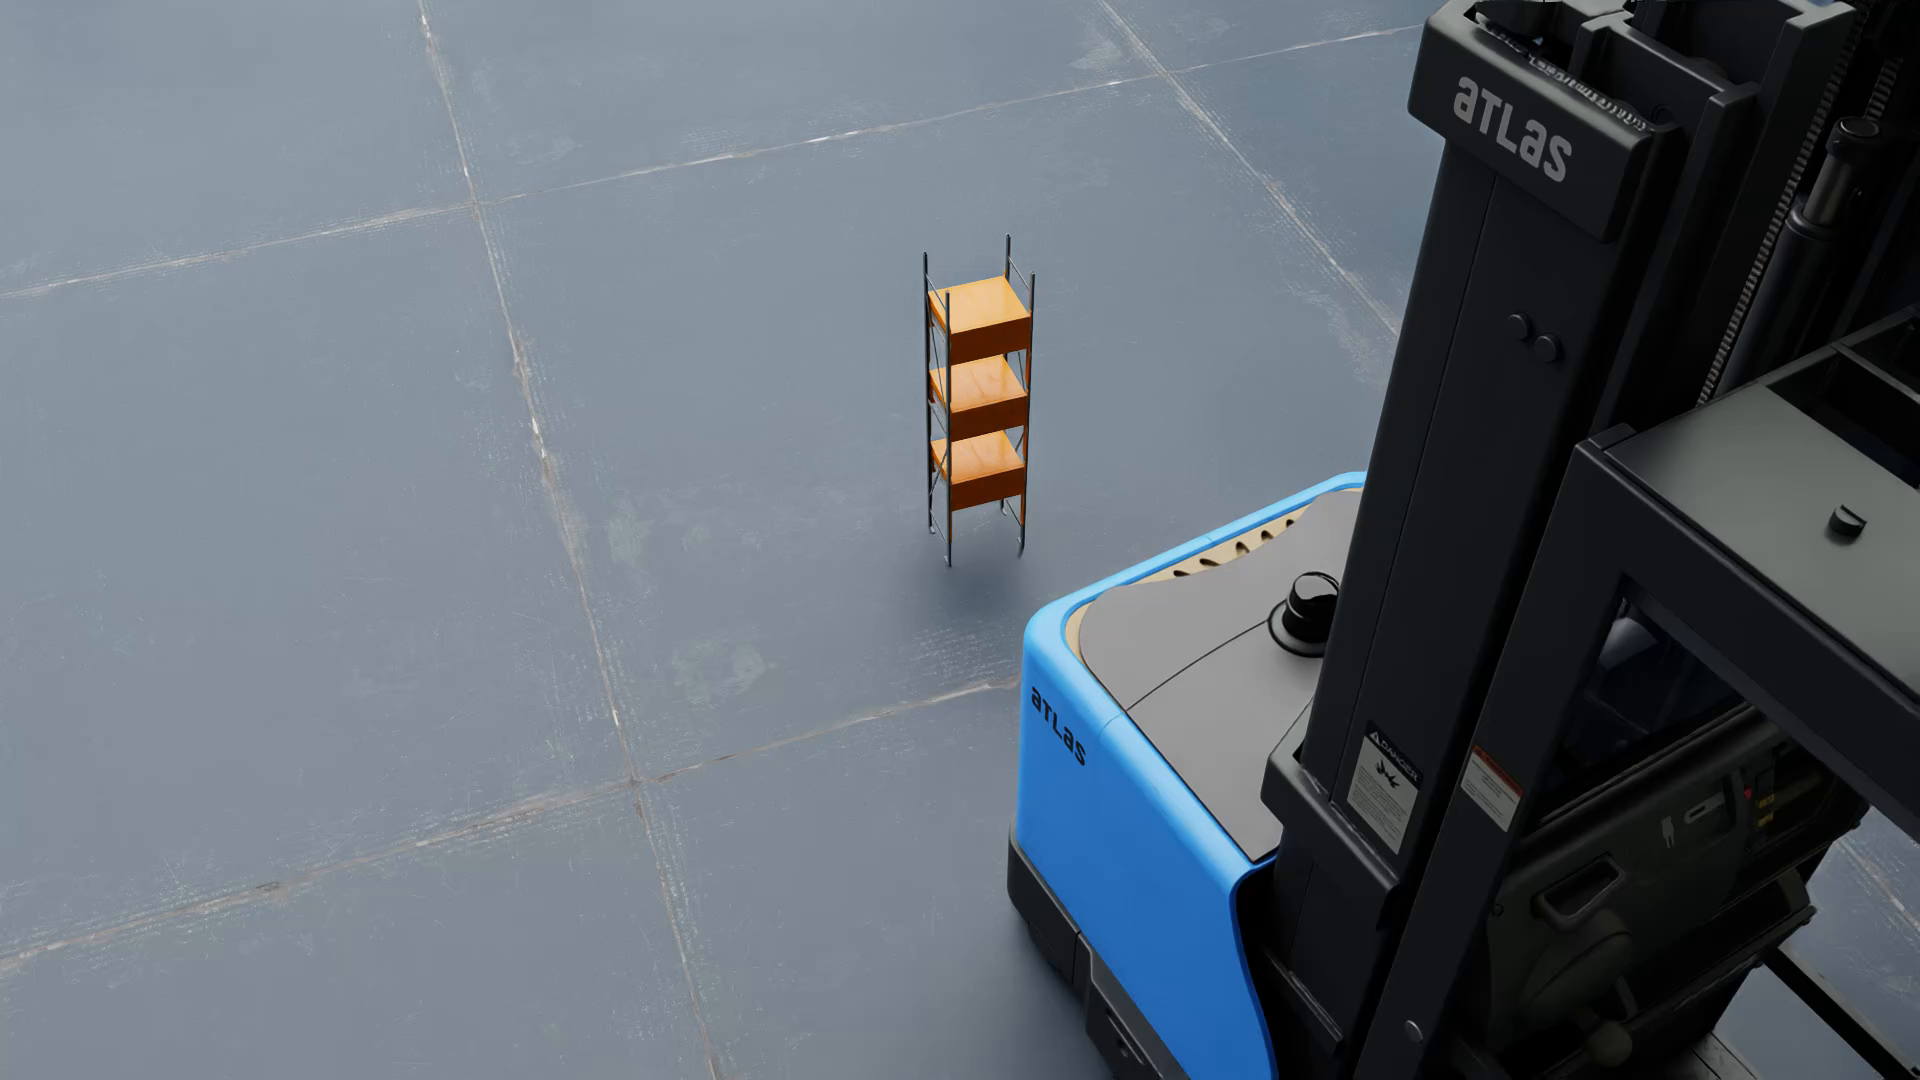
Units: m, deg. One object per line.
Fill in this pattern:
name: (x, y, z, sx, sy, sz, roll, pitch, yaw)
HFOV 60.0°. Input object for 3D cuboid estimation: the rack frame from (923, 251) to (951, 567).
rack frame: (-0.064, -0.354, 4.862, 0.008, 1.050, 0.200, -14, 47, -14)

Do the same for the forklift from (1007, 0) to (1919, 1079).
forklift: (1.303, 0.611, 2.572, 1.130, 2.935, 3.031, -23, 49, -21)

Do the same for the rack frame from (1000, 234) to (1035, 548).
rack frame: (0.165, -0.413, 4.920, 0.008, 1.050, 0.200, -14, 47, -14)

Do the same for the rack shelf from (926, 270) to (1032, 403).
rack shelf: (0.050, -0.576, 4.697, 0.240, 0.259, 0.215, -14, 47, -14)

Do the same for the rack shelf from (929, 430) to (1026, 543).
rack shelf: (0.050, -0.180, 5.095, 0.240, 0.259, 0.215, -14, 47, -14)

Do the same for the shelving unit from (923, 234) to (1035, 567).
shelving unit: (0.050, -0.383, 4.891, 0.252, 1.050, 0.215, -14, 47, -14)

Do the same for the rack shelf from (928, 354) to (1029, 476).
rack shelf: (0.050, -0.376, 4.898, 0.240, 0.259, 0.215, -14, 47, -14)
